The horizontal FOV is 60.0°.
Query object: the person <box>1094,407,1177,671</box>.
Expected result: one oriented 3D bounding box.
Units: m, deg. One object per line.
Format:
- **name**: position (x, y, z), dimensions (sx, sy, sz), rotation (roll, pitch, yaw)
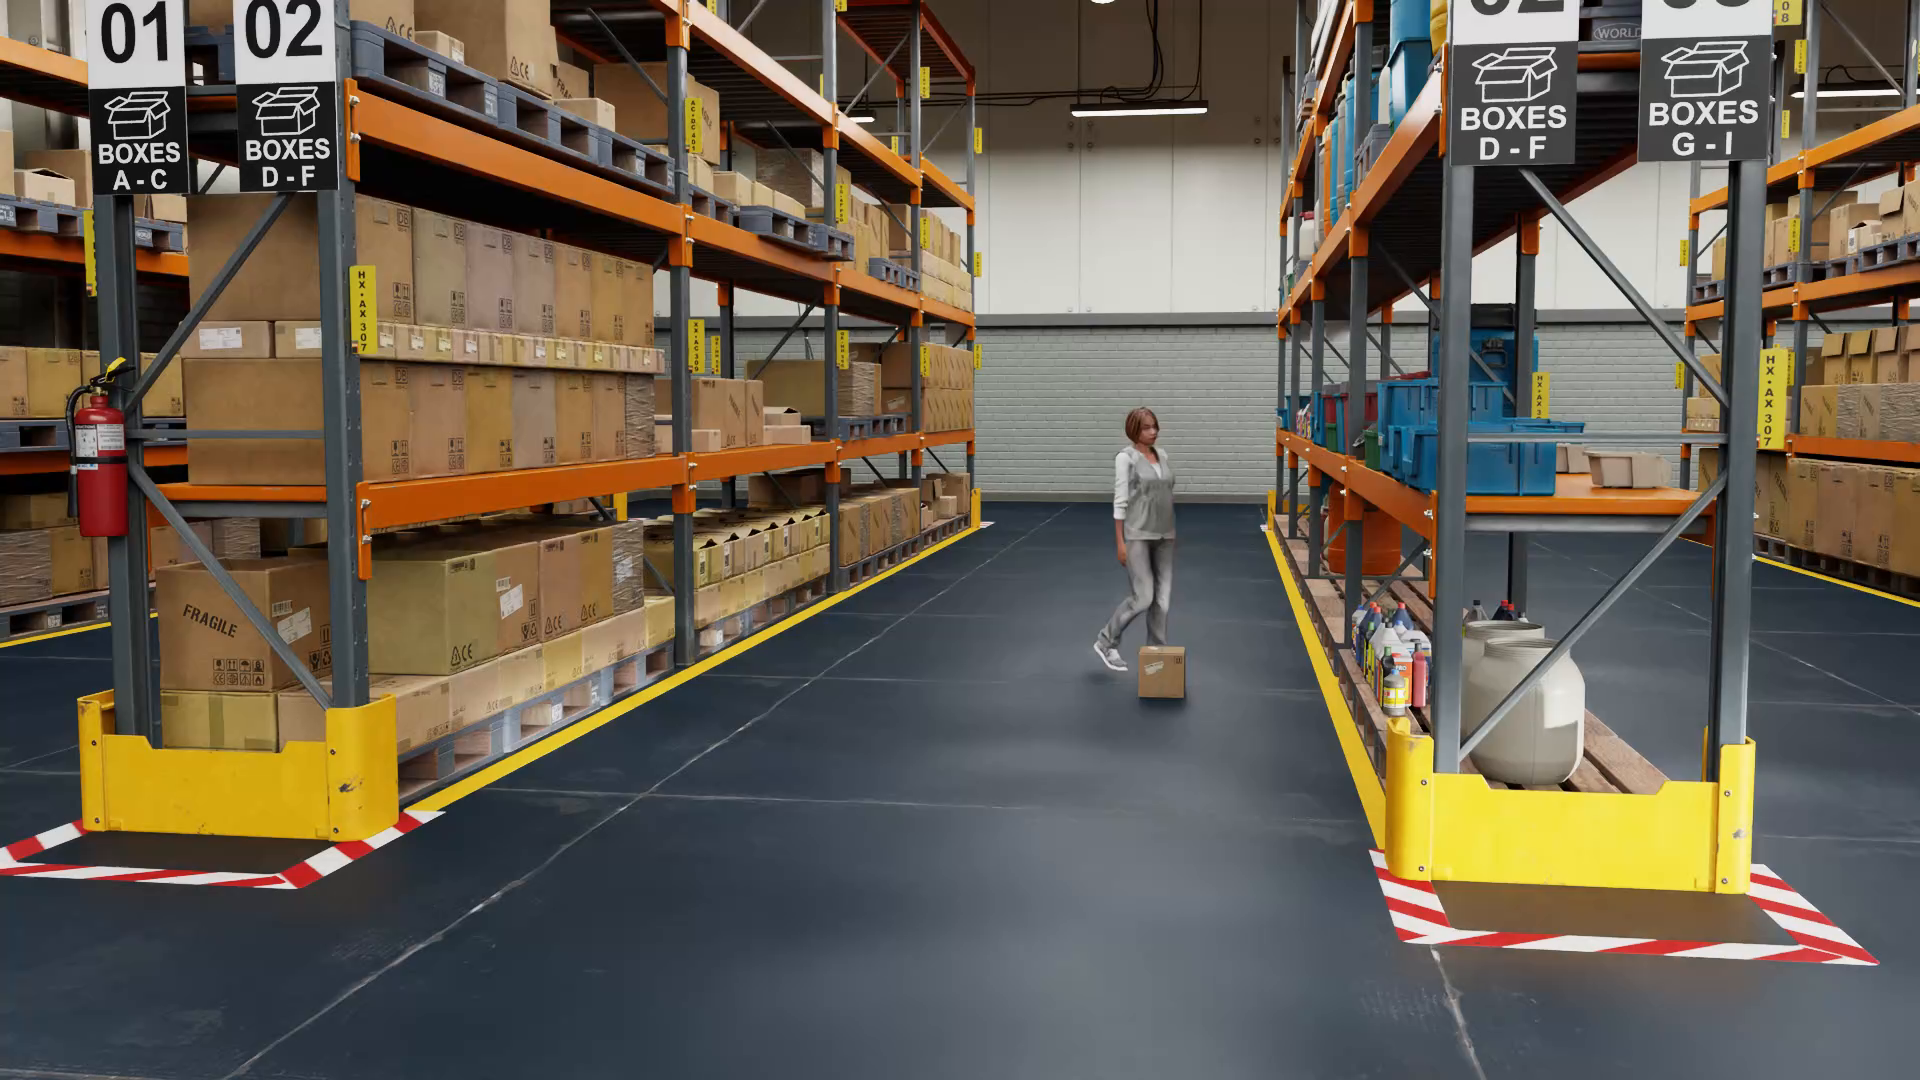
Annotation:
- **person**: position (1.101, 0.010, 9.833), dimensions (0.430, 1.593, 0.519), rotation (-3, 6, -36)
